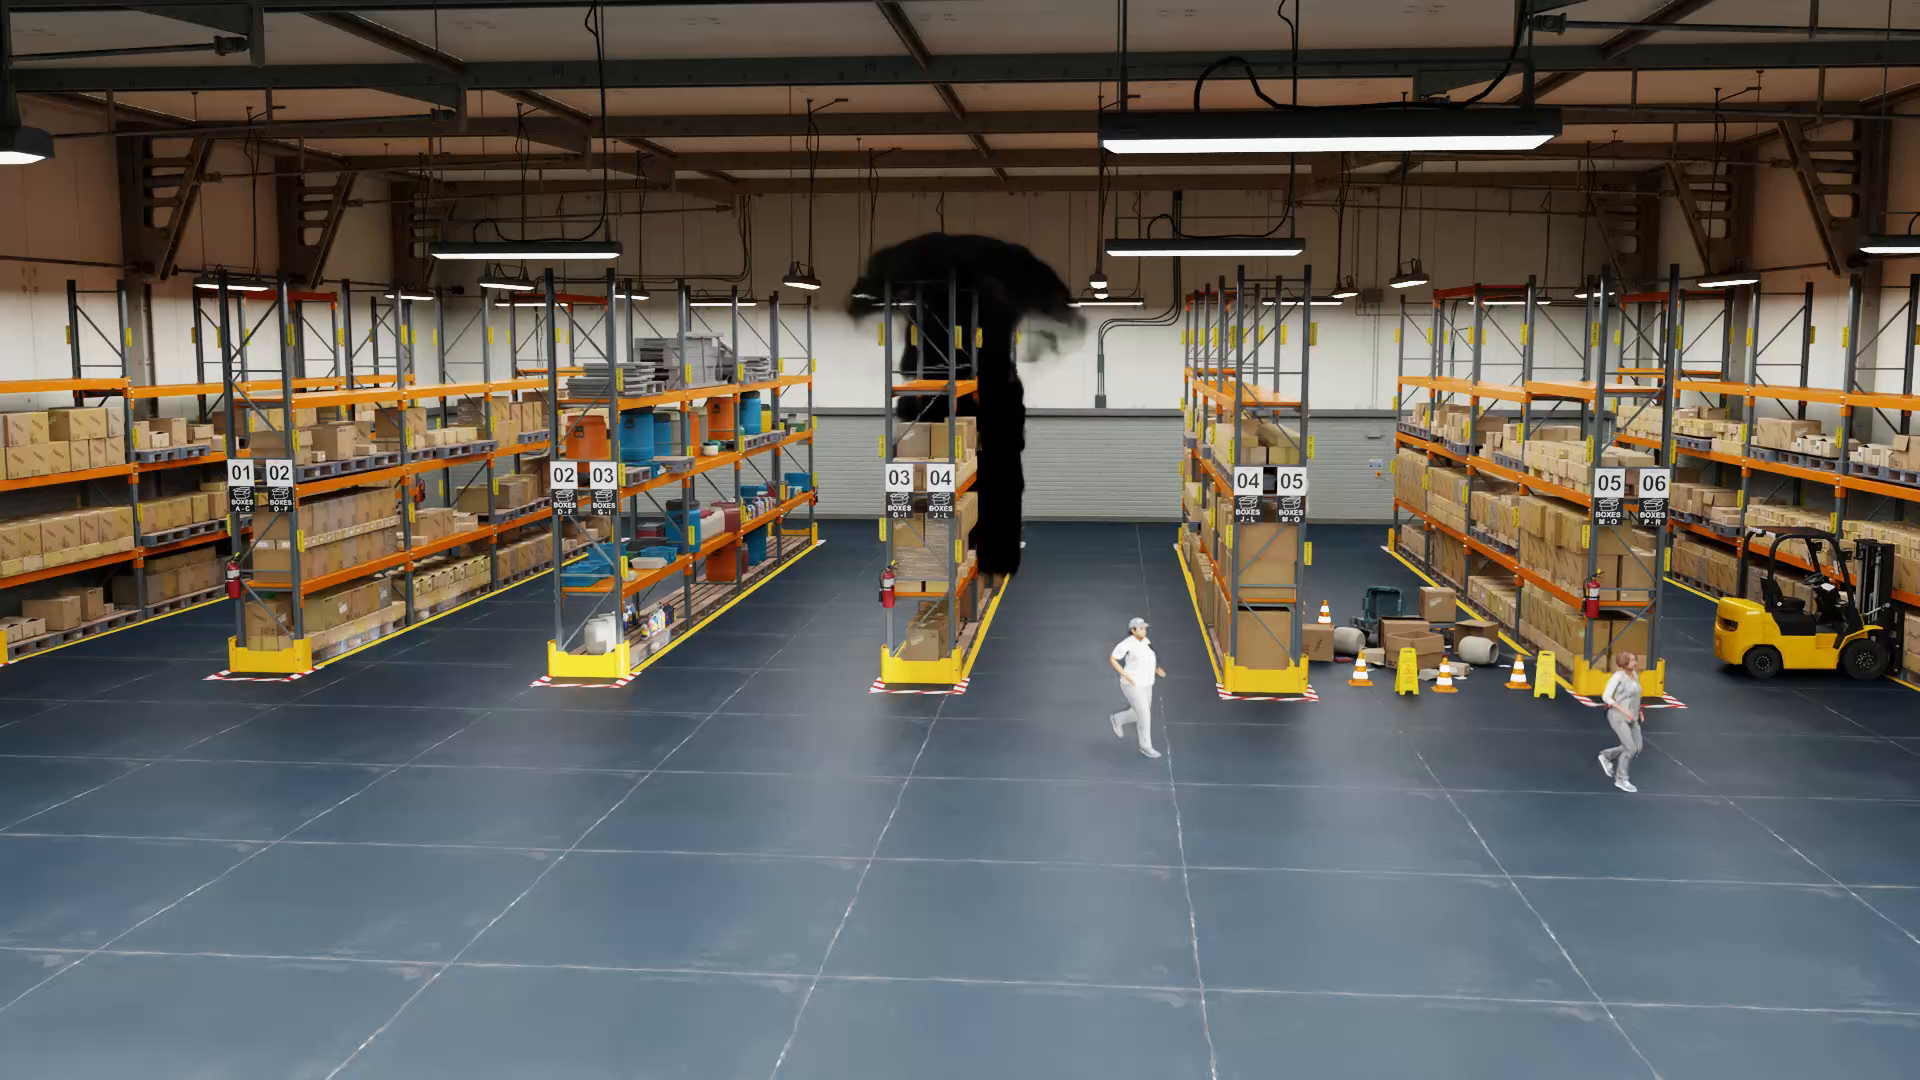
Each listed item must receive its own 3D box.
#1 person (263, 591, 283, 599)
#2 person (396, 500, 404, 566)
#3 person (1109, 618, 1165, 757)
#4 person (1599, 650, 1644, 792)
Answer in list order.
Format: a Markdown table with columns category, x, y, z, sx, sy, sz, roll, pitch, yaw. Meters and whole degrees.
| category | x | y | z | sx | sy | sz | roll | pitch | yaw |
| --- | --- | --- | --- | --- | --- | --- | --- | --- | --- |
| person | -11.790 | 0.643 | 28.804 | 0.673 | 1.751 | 0.590 | 0 | 7 | 2 |
| person | -11.257 | 0.051 | 33.773 | 0.639 | 1.773 | 0.734 | 1 | 7 | 4 |
| person | 2.122 | 1.763 | 20.149 | 0.808 | 1.665 | 0.607 | 6 | 9 | 42 |
| person | 7.322 | 1.994 | 18.494 | 0.547 | 1.571 | 0.540 | -5 | 8 | -35 |
